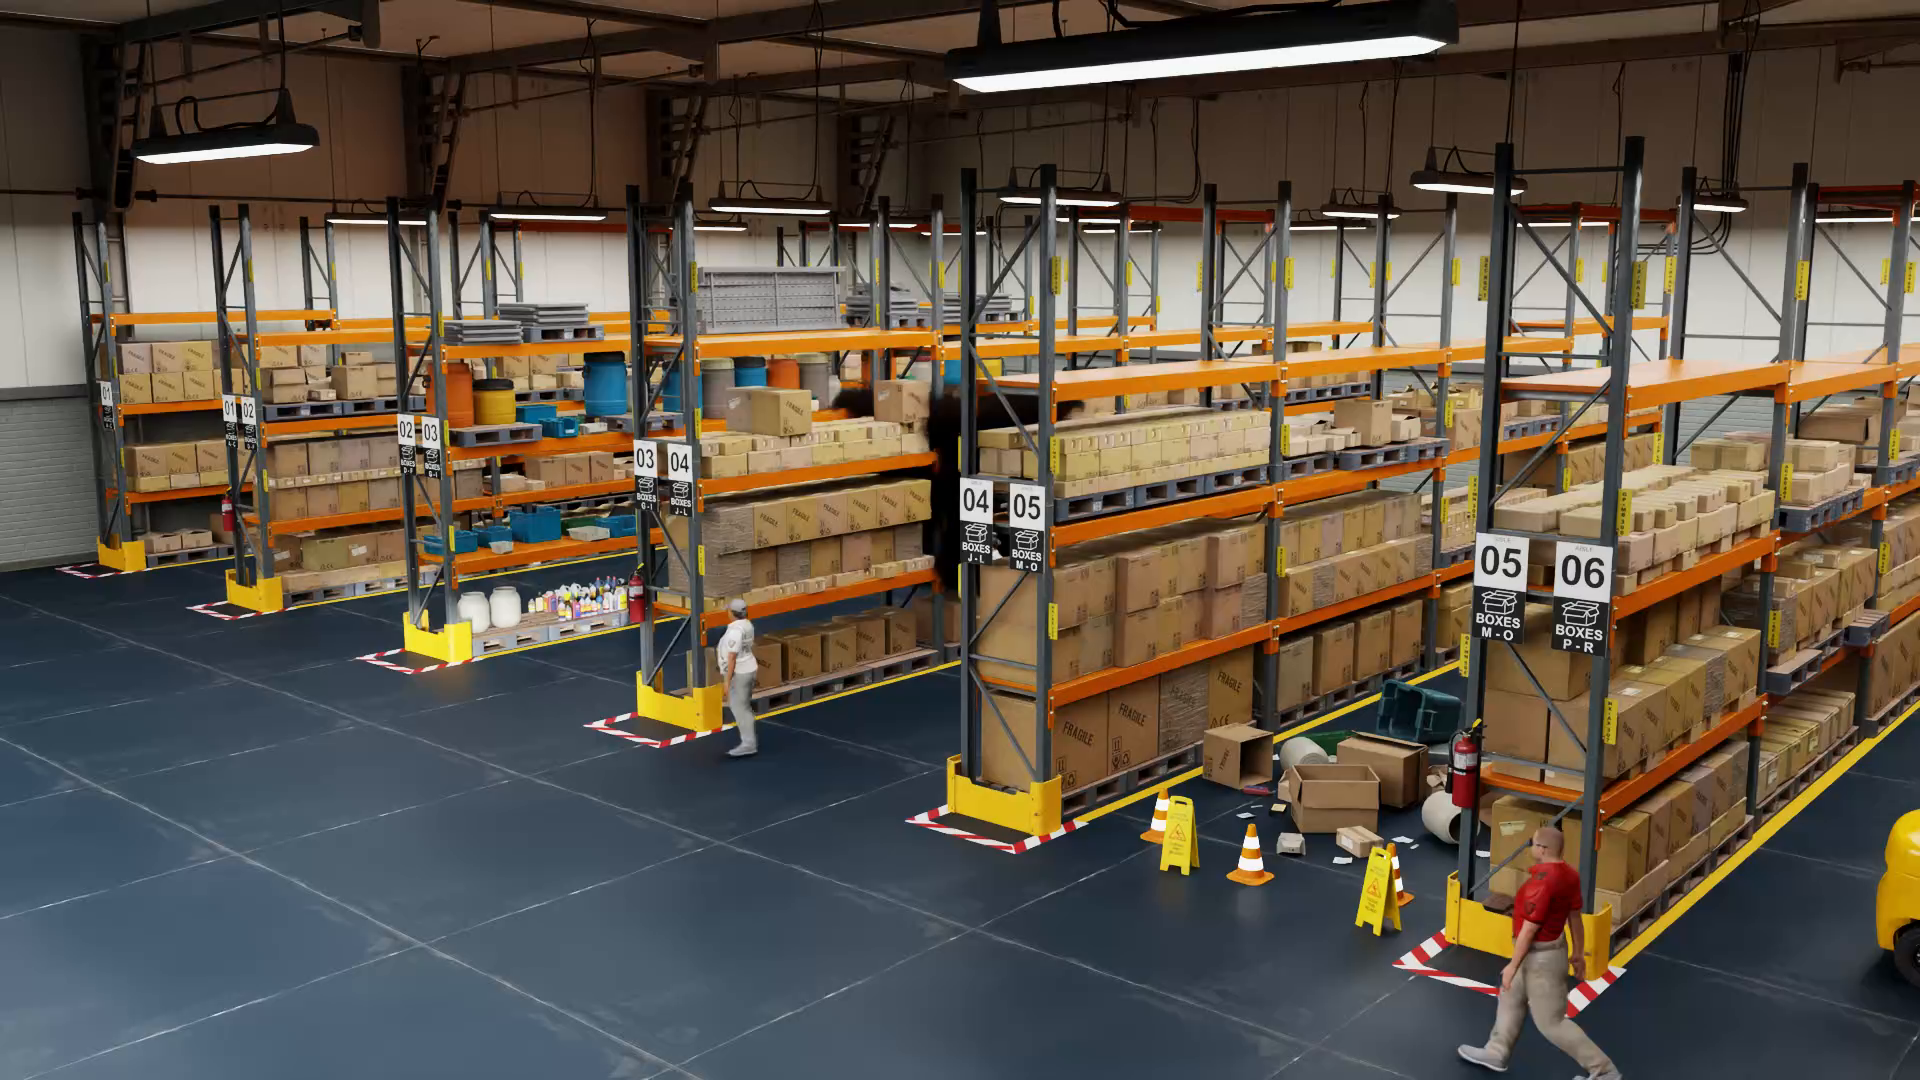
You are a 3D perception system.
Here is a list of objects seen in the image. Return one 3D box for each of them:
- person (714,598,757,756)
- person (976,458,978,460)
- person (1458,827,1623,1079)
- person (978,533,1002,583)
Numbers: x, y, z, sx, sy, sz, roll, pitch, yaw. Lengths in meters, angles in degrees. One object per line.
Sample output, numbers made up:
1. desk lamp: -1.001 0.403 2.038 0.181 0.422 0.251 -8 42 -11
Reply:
1. person: -2.354 1.461 17.580 0.414 1.700 0.583 2 10 10
2. person: 0.321 -1.454 34.727 0.597 1.773 0.455 -6 11 -34
3. person: 3.659 2.624 10.423 0.997 1.695 0.507 4 10 21
4. person: 0.384 0.739 19.985 0.360 1.669 0.555 1 10 4
